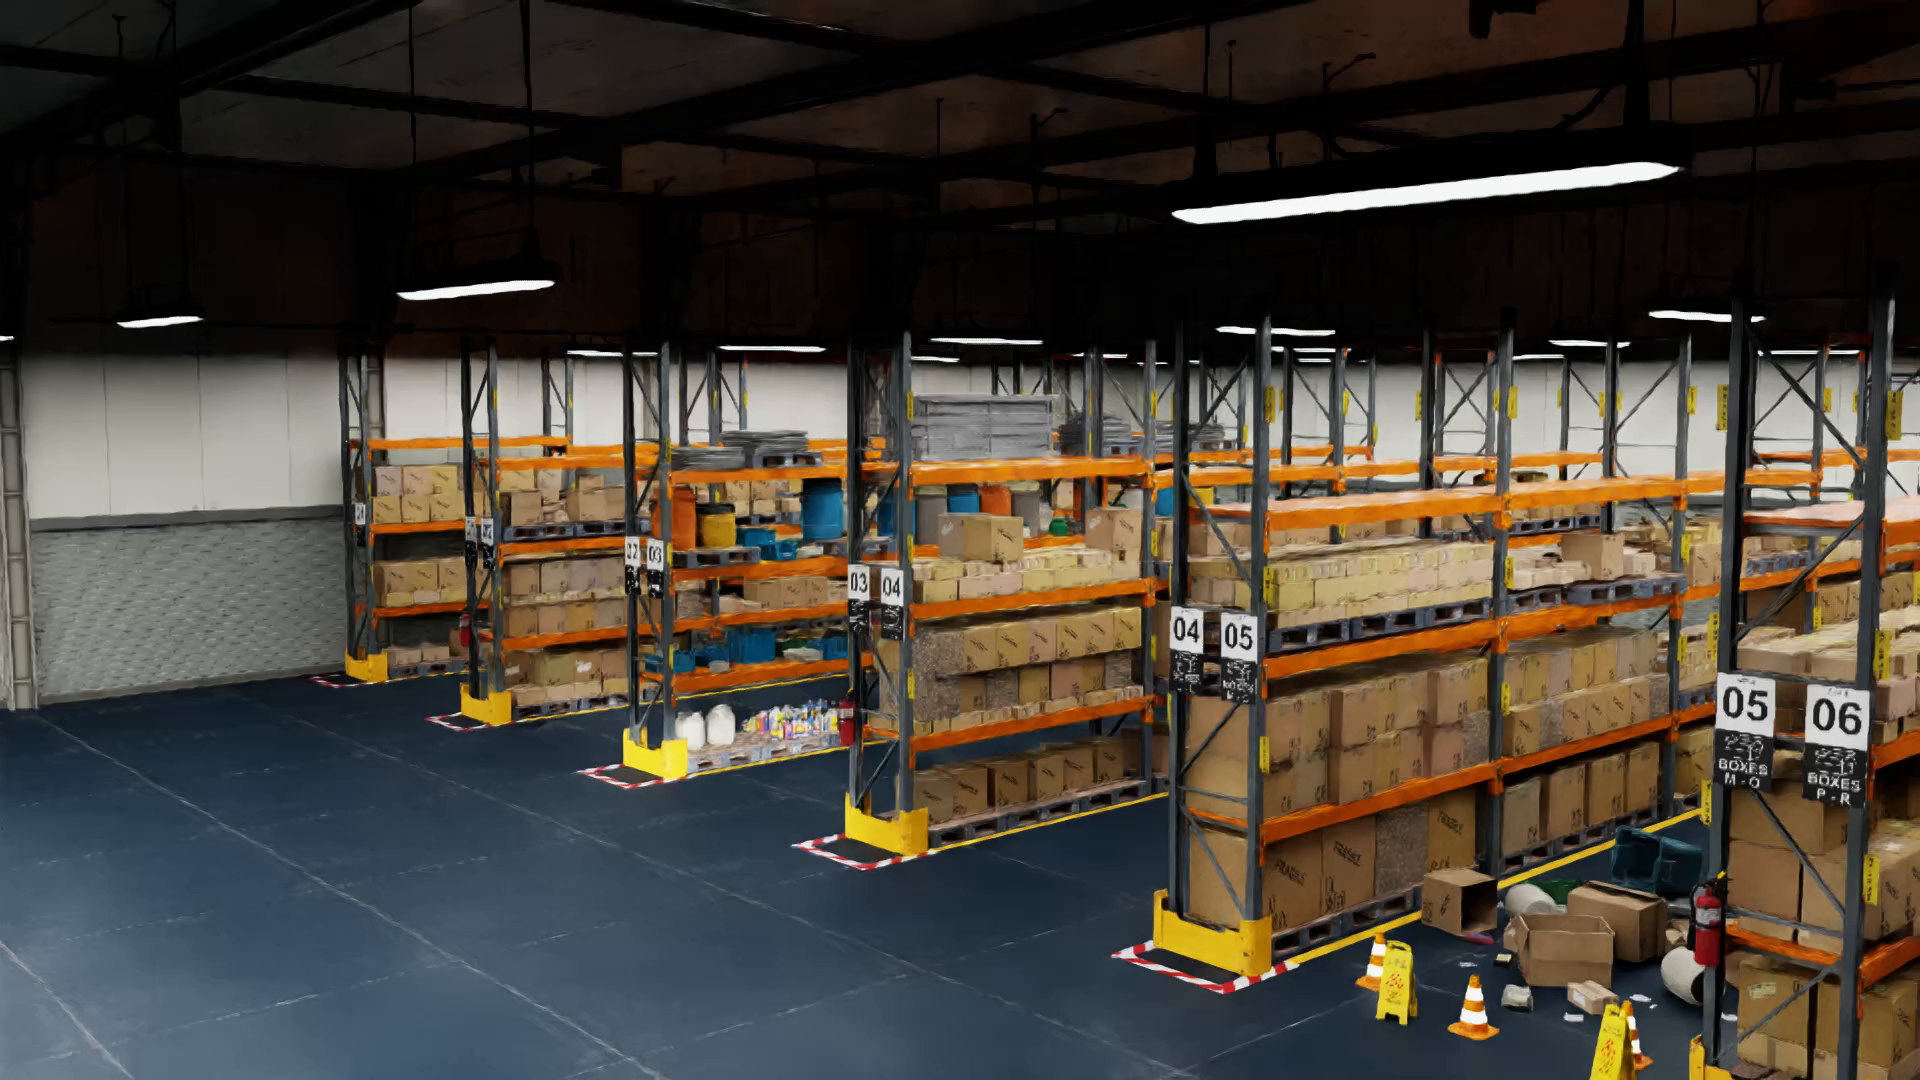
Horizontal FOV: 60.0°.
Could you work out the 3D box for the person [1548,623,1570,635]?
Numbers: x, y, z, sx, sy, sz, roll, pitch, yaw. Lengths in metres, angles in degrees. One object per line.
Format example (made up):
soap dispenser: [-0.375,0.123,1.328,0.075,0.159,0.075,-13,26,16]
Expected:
person: [9.447,2.007,26.011,0.529,1.675,0.682,-5,7,-44]
